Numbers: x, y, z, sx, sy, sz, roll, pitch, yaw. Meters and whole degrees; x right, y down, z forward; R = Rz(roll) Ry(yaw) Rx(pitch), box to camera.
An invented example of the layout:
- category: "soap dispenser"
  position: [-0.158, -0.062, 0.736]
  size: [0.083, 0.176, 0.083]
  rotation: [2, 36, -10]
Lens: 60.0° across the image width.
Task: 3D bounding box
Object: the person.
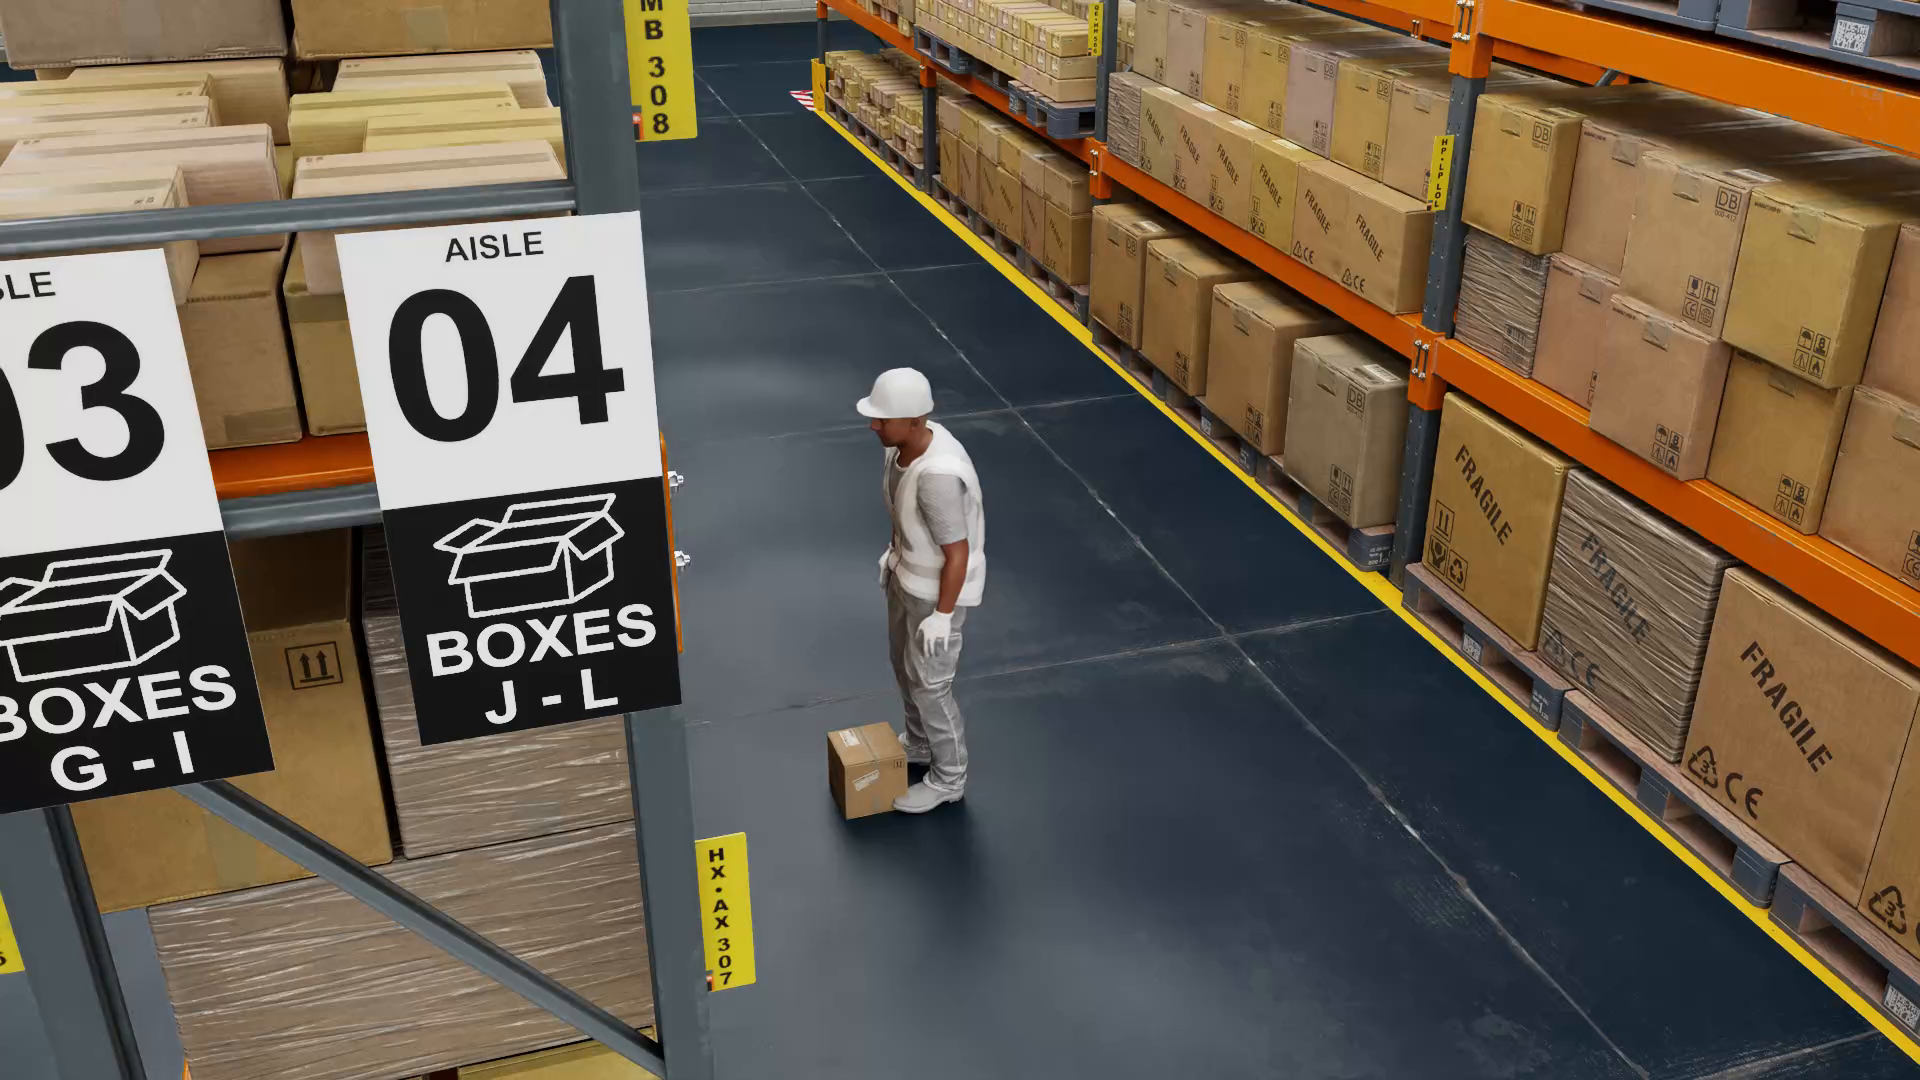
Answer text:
- category: "person"
  position: [-0.151, 0.179, 6.236]
  size: [0.453, 1.774, 0.620]
  rotation: [-8, 27, -17]
